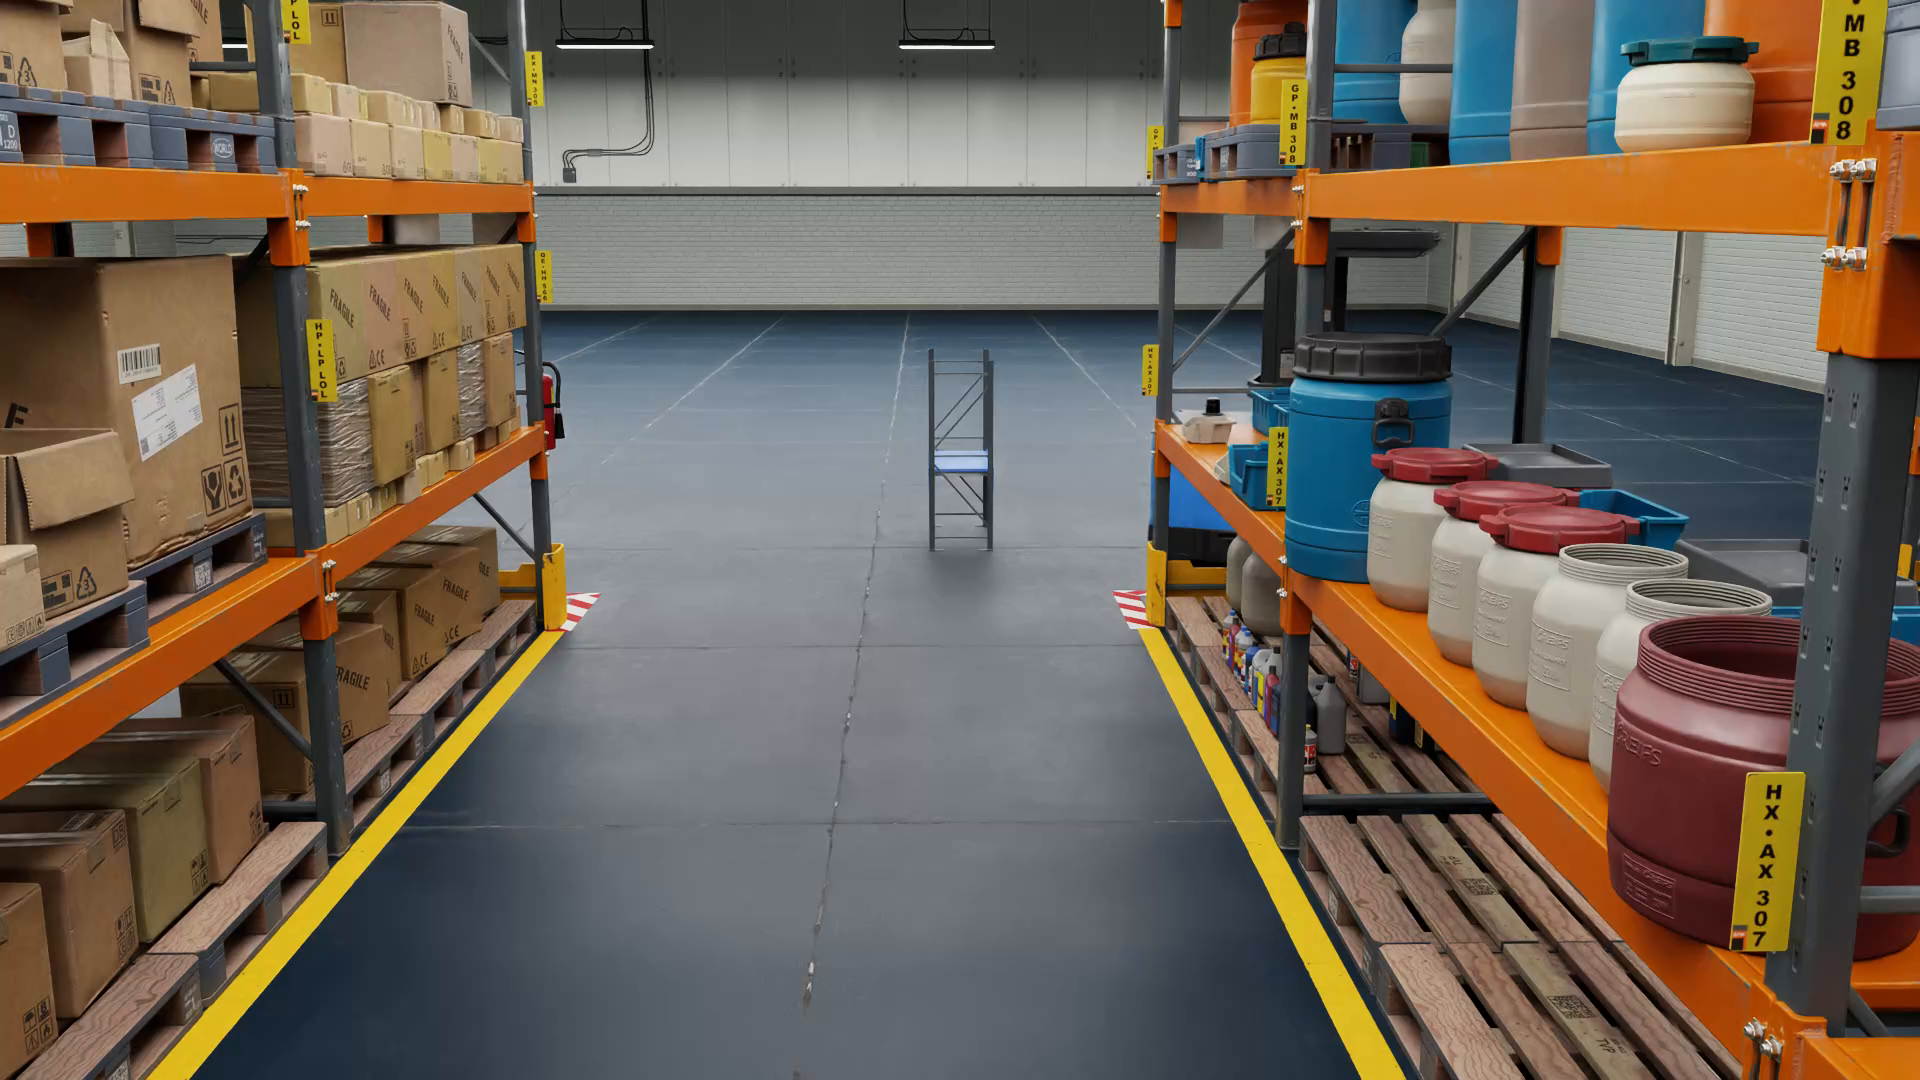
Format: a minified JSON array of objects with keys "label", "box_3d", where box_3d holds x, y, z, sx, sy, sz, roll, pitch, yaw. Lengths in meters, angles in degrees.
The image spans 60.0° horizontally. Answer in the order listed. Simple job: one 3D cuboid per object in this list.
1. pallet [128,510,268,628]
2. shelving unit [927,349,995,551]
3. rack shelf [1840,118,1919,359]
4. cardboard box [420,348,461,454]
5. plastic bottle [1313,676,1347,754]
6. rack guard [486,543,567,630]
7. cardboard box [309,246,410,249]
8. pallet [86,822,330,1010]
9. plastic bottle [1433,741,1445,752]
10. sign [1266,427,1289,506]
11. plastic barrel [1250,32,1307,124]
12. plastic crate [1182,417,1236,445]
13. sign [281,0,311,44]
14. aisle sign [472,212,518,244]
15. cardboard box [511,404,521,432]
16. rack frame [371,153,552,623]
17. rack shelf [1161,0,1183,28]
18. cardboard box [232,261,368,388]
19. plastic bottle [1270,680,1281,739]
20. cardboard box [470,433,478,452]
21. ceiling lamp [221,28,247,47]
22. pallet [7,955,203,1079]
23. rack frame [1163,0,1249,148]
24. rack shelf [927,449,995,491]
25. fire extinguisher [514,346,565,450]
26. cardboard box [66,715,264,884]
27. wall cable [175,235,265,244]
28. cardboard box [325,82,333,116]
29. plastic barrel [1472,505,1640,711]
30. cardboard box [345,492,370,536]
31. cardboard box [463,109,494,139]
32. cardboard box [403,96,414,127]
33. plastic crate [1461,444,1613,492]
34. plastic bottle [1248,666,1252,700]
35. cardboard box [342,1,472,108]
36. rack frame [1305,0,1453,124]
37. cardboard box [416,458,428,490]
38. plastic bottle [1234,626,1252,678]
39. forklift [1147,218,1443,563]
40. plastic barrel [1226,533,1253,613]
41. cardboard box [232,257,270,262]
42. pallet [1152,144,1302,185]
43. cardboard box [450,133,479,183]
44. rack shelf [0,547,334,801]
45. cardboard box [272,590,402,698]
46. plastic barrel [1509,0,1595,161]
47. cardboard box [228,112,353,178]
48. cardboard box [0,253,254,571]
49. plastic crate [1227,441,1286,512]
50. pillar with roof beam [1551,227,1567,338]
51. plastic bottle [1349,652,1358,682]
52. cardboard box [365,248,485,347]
[{"label":"pallet","box_3d":[-3.224,0.104,5.985,1.003,0.211,1.213,0,11,-1]},{"label":"shelving unit","box_3d":[-0.002,-0.752,13.494,0.538,1.500,1.048,0,11,-1]},{"label":"rack shelf","box_3d":[1.982,-0.088,0.712,1.077,0.370,4.000,0,11,-1]},{"label":"cardboard box","box_3d":[-3.097,-0.725,8.590,0.875,0.500,0.500,0,11,-1]},{"label":"plastic bottle","box_3d":[1.700,0.792,7.666,0.144,0.351,0.185,0,11,-1]},{"label":"rack guard","box_3d":[-3.175,0.302,10.811,1.175,0.500,0.348,0,11,-1]},{"label":"cardboard box","box_3d":[-3.435,-1.413,9.464,0.500,0.500,0.500,0,11,-1]},{"label":"pallet","box_3d":[-3.077,1.379,6.232,1.003,0.211,1.213,0,11,-1]},{"label":"plastic bottle","box_3d":[2.255,0.827,7.682,0.152,0.276,0.135,0,11,1]},{"label":"sign","box_3d":[1.307,-0.299,6.790,0.100,0.325,0.005,0,11,-1]},{"label":"plastic barrel","box_3d":[1.926,-2.500,9.264,0.600,0.588,0.600,0,11,0]},{"label":"plastic crate","box_3d":[1.472,-0.650,9.880,0.298,0.136,0.250,0,11,-1]},{"label":"sign","box_3d":[-2.539,-2.062,6.344,0.100,0.325,0.005,0,11,-1]},{"label":"aisle sign","box_3d":[-2.878,-2.225,10.445,0.394,0.787,0.004,0,11,-1]},{"label":"cardboard box","box_3d":[-2.965,-0.759,10.387,0.380,0.149,0.250,0,11,-1]},{"label":"rack frame","box_3d":[-3.177,-0.938,10.637,1.000,3.000,0.127,0,11,-1]},{"label":"rack shelf","box_3d":[1.816,-2.952,8.292,1.077,0.370,4.000,0,11,-1]},{"label":"cardboard box","box_3d":[-2.849,-0.918,7.025,0.500,0.500,0.500,0,11,-1]},{"label":"plastic bottle","box_3d":[1.552,0.755,7.851,0.144,0.351,0.185,-1,11,-4]},{"label":"cardboard box","box_3d":[-2.950,-0.560,9.407,0.380,0.149,0.250,0,11,-1]},{"label":"ceiling lamp","box_3d":[-14.726,-11.749,34.160,2.000,3.185,0.800,0,11,-1]},{"label":"pallet","box_3d":[-3.049,1.622,5.034,1.003,0.211,1.213,0,11,-1]},{"label":"rack frame","box_3d":[1.775,-3.898,10.141,1.000,3.000,0.127,0,11,-1]},{"label":"rack shelf","box_3d":[-0.002,-0.576,13.529,0.538,0.185,1.000,0,11,-1]},{"label":"fire extinguisher","box_3d":[-2.719,-0.924,10.766,0.296,0.674,0.183,0,11,-1]},{"label":"cardboard box","box_3d":[-3.103,0.989,6.320,0.700,0.500,0.500,-1,12,-6]},{"label":"wall cable","box_3d":[-18.293,-8.707,41.652,3.097,2.526,0.112,0,11,-1]},{"label":"cardboard box","box_3d":[-2.866,-1.853,6.979,0.380,0.149,0.250,-1,11,-4]},{"label":"plastic barrel","box_3d":[1.682,0.193,4.720,0.433,0.535,0.433,0,11,0]},{"label":"cardboard box","box_3d":[-2.790,-0.113,7.205,0.380,0.149,0.250,0,11,-1]},{"label":"cardboard box","box_3d":[-2.827,-2.320,9.280,0.380,0.149,0.250,0,11,-1]},{"label":"cardboard box","box_3d":[-2.857,-2.059,7.996,0.380,0.149,0.250,0,11,-2]},{"label":"plastic crate","box_3d":[2.174,-0.099,6.343,0.402,0.464,0.583,0,11,-1]},{"label":"plastic bottle","box_3d":[1.516,0.708,8.457,0.097,0.201,0.097,0,11,0]},{"label":"cardboard box","box_3d":[-2.892,-2.541,8.736,0.500,0.500,0.500,0,11,-1]},{"label":"rack frame","box_3d":[1.858,-3.103,6.222,1.000,3.000,0.127,0,11,-1]},{"label":"cardboard box","box_3d":[-2.848,-0.312,8.184,0.380,0.149,0.250,0,11,-1]},{"label":"plastic bottle","box_3d":[1.508,0.593,8.846,0.097,0.271,0.097,0,11,0]},{"label":"forklift","box_3d":[2.999,-1.247,12.332,3.031,2.935,1.130,4,12,18]},{"label":"plastic barrel","box_3d":[1.865,0.186,10.300,0.421,0.512,0.421,0,11,0]},{"label":"cardboard box","box_3d":[-3.390,-1.015,7.504,0.500,0.500,0.500,0,11,-1]},{"label":"pallet","box_3d":[1.694,-2.171,9.645,1.003,0.211,1.213,0,11,-1]},{"label":"cardboard box","box_3d":[-2.898,-2.038,8.895,0.500,0.250,0.500,0,11,0]},{"label":"rack shelf","box_3d":[-3.053,0.608,4.830,1.077,0.370,4.000,0,11,-1]},{"label":"cardboard box","box_3d":[-3.173,0.560,8.485,0.500,0.500,0.500,-1,12,-6]},{"label":"plastic barrel","box_3d":[2.099,-1.648,5.335,0.600,0.901,0.600,0,11,0]},{"label":"cardboard box","box_3d":[-2.848,-1.630,6.880,0.500,0.250,0.500,-1,11,-3]},{"label":"cardboard box","box_3d":[-3.218,-0.484,5.835,1.000,1.000,1.000,0,11,-1]},{"label":"plastic crate","box_3d":[1.563,-0.309,7.912,0.499,0.251,0.616,0,11,-1]},{"label":"pillar with roof beam","box_3d":[7.759,-8.556,33.102,9.100,9.000,0.548,0,11,-1]},{"label":"plastic bottle","box_3d":[2.108,0.643,8.777,0.097,0.201,0.097,0,11,0]},{"label":"cardboard box","box_3d":[-2.895,-1.315,8.984,0.500,0.500,0.500,0,11,-1]}]
